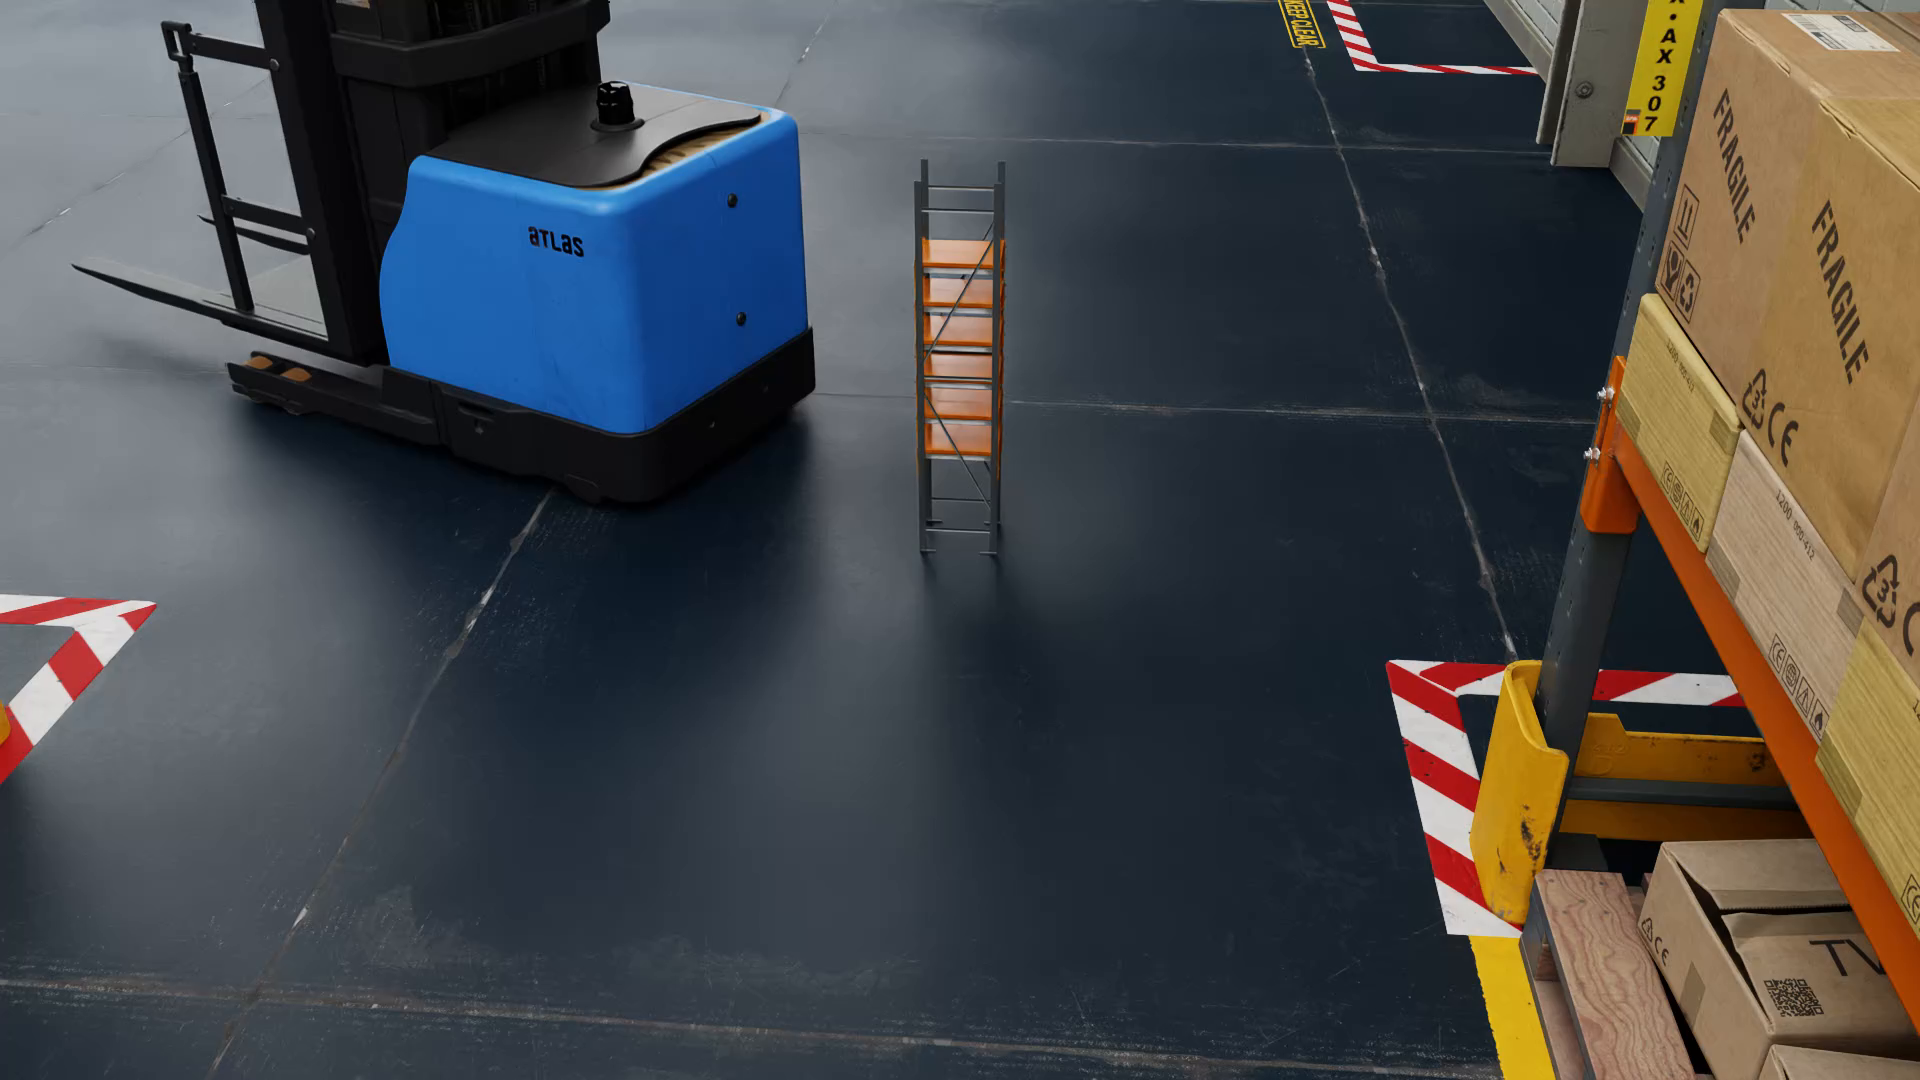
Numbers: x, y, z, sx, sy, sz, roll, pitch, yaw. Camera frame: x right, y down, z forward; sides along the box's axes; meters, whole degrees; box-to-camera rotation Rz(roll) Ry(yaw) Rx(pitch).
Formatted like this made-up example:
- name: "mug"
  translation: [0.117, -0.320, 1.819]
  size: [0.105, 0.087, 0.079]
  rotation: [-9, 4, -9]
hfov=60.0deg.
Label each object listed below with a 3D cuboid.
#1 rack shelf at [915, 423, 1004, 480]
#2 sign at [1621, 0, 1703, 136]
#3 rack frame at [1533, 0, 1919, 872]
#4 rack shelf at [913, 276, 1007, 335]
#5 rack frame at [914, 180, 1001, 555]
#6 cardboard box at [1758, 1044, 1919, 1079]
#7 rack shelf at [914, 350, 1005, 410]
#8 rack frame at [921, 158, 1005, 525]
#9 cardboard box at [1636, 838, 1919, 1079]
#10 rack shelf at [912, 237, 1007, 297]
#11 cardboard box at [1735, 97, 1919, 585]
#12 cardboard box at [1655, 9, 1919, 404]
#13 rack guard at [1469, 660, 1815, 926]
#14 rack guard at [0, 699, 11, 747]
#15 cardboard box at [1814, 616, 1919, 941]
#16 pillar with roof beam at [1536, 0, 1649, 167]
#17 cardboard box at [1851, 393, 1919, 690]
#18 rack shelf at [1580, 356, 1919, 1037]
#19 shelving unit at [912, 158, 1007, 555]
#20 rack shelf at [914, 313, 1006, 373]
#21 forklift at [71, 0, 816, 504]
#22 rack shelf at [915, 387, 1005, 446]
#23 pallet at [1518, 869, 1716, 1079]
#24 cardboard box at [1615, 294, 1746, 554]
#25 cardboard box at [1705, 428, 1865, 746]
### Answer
- name: "rack shelf"
  translation: [0.001, -0.276, 5.097]
  size: [0.258, 0.103, 0.180]
  rotation: [2, 32, 4]
- name: "sign"
  translation: [1.283, -0.892, 3.014]
  size: [0.100, 0.325, 0.005]
  rotation: [2, 32, 4]
- name: "rack frame"
  translation: [1.824, -0.501, 3.204]
  size: [1.000, 3.000, 0.127]
  rotation: [2, 32, 4]
- name: "rack shelf"
  translation: [0.001, -0.685, 4.845]
  size: [0.258, 0.103, 0.180]
  rotation: [2, 32, 4]
- name: "rack frame"
  translation: [-0.006, -0.471, 4.870]
  size: [0.240, 1.200, 0.006]
  rotation: [2, 32, 4]
- name: "cardboard box"
  translation: [1.631, 1.113, 2.729]
  size: [0.500, 0.311, 0.500]
  rotation: [5, 32, 8]
- name: "rack shelf"
  translation: [0.001, -0.481, 4.971]
  size: [0.258, 0.103, 0.180]
  rotation: [2, 32, 4]
- name: "rack frame"
  translation: [0.009, -0.566, 5.025]
  size: [0.240, 1.200, 0.006]
  rotation: [2, 32, 4]
- name: "cardboard box"
  translation: [1.678, 0.814, 3.213]
  size: [0.500, 0.311, 0.500]
  rotation: [-1, 32, -2]
- name: "rack shelf"
  translation: [0.001, -0.787, 4.782]
  size: [0.258, 0.103, 0.180]
  rotation: [2, 32, 4]
- name: "cardboard box"
  translation: [1.435, -0.270, 2.238]
  size: [0.500, 0.500, 0.500]
  rotation: [3, 32, 4]
- name: "cardboard box"
  translation: [1.485, -0.528, 2.657]
  size: [0.500, 0.500, 0.500]
  rotation: [2, 32, 4]
- name: "rack guard"
  translation: [1.817, 0.603, 3.795]
  size: [1.175, 0.500, 0.348]
  rotation: [2, 32, 4]
- name: "rack guard"
  translation: [-3.112, 0.341, 4.220]
  size: [1.175, 0.500, 0.348]
  rotation: [2, 32, 4]
- name: "cardboard box"
  translation: [1.392, 0.334, 1.972]
  size: [0.500, 0.250, 0.500]
  rotation: [2, 32, 3]
- name: "pillar with roof beam"
  translation: [-1.173, -5.973, 6.365]
  size: [9.100, 9.000, 0.400]
  rotation: [2, 32, 4]
- name: "cardboard box"
  translation: [1.387, 0.000, 1.800]
  size: [0.500, 0.500, 0.500]
  rotation: [1, 32, 2]
- name: "rack shelf"
  translation: [1.661, 0.851, 1.695]
  size: [1.077, 0.370, 4.000]
  rotation: [2, 32, 4]
- name: "shelving unit"
  translation: [0.001, -0.518, 4.947]
  size: [0.258, 1.200, 0.189]
  rotation: [2, 32, 4]
- name: "rack shelf"
  translation: [0.001, -0.583, 4.908]
  size: [0.258, 0.103, 0.180]
  rotation: [2, 32, 4]
- name: "forklift"
  translation: [-2.058, -1.918, 5.568]
  size: [3.031, 2.935, 1.130]
  rotation: [17, 35, 25]
- name: "rack shelf"
  translation: [0.001, -0.378, 5.034]
  size: [0.258, 0.103, 0.180]
  rotation: [2, 32, 4]
- name: "pallet"
  translation: [1.716, 1.149, 3.184]
  size: [1.003, 0.211, 1.213]
  rotation: [2, 32, 4]
- name: "cardboard box"
  translation: [1.467, -0.204, 2.846]
  size: [0.500, 0.250, 0.500]
  rotation: [2, 32, 3]
- name: "cardboard box"
  translation: [1.439, 0.068, 2.404]
  size: [0.500, 0.250, 0.500]
  rotation: [2, 32, 2]
